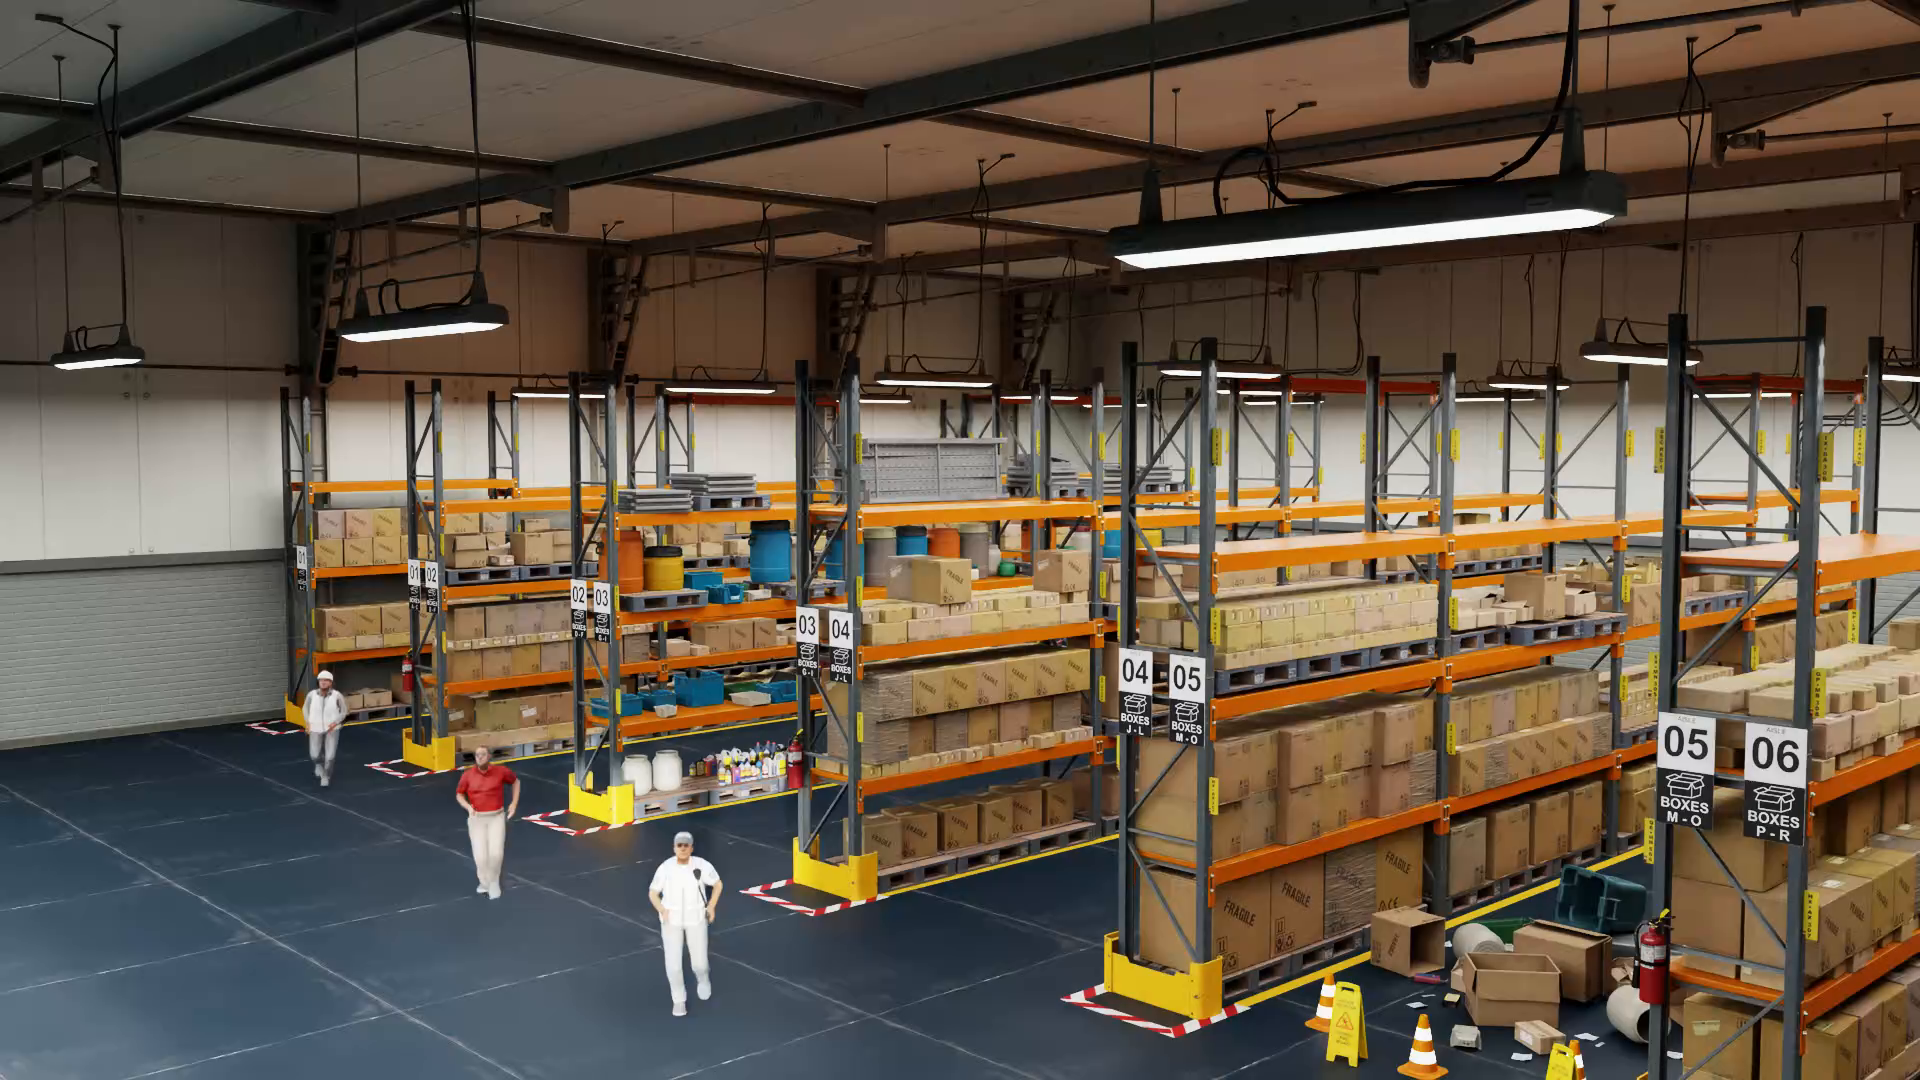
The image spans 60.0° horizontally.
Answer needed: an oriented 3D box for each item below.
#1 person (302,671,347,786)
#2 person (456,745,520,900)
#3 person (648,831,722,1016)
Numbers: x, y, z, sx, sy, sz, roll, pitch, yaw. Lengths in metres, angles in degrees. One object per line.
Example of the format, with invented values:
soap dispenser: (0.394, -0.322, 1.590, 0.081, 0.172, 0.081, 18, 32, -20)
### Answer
person: (-9.302, 2.759, 24.354, 0.622, 1.704, 0.549, -1, 4, -17)
person: (-5.262, 3.151, 18.502, 0.673, 1.720, 0.694, -1, 4, -9)
person: (-2.448, 3.413, 14.801, 0.648, 1.629, 0.533, 0, 4, -6)
